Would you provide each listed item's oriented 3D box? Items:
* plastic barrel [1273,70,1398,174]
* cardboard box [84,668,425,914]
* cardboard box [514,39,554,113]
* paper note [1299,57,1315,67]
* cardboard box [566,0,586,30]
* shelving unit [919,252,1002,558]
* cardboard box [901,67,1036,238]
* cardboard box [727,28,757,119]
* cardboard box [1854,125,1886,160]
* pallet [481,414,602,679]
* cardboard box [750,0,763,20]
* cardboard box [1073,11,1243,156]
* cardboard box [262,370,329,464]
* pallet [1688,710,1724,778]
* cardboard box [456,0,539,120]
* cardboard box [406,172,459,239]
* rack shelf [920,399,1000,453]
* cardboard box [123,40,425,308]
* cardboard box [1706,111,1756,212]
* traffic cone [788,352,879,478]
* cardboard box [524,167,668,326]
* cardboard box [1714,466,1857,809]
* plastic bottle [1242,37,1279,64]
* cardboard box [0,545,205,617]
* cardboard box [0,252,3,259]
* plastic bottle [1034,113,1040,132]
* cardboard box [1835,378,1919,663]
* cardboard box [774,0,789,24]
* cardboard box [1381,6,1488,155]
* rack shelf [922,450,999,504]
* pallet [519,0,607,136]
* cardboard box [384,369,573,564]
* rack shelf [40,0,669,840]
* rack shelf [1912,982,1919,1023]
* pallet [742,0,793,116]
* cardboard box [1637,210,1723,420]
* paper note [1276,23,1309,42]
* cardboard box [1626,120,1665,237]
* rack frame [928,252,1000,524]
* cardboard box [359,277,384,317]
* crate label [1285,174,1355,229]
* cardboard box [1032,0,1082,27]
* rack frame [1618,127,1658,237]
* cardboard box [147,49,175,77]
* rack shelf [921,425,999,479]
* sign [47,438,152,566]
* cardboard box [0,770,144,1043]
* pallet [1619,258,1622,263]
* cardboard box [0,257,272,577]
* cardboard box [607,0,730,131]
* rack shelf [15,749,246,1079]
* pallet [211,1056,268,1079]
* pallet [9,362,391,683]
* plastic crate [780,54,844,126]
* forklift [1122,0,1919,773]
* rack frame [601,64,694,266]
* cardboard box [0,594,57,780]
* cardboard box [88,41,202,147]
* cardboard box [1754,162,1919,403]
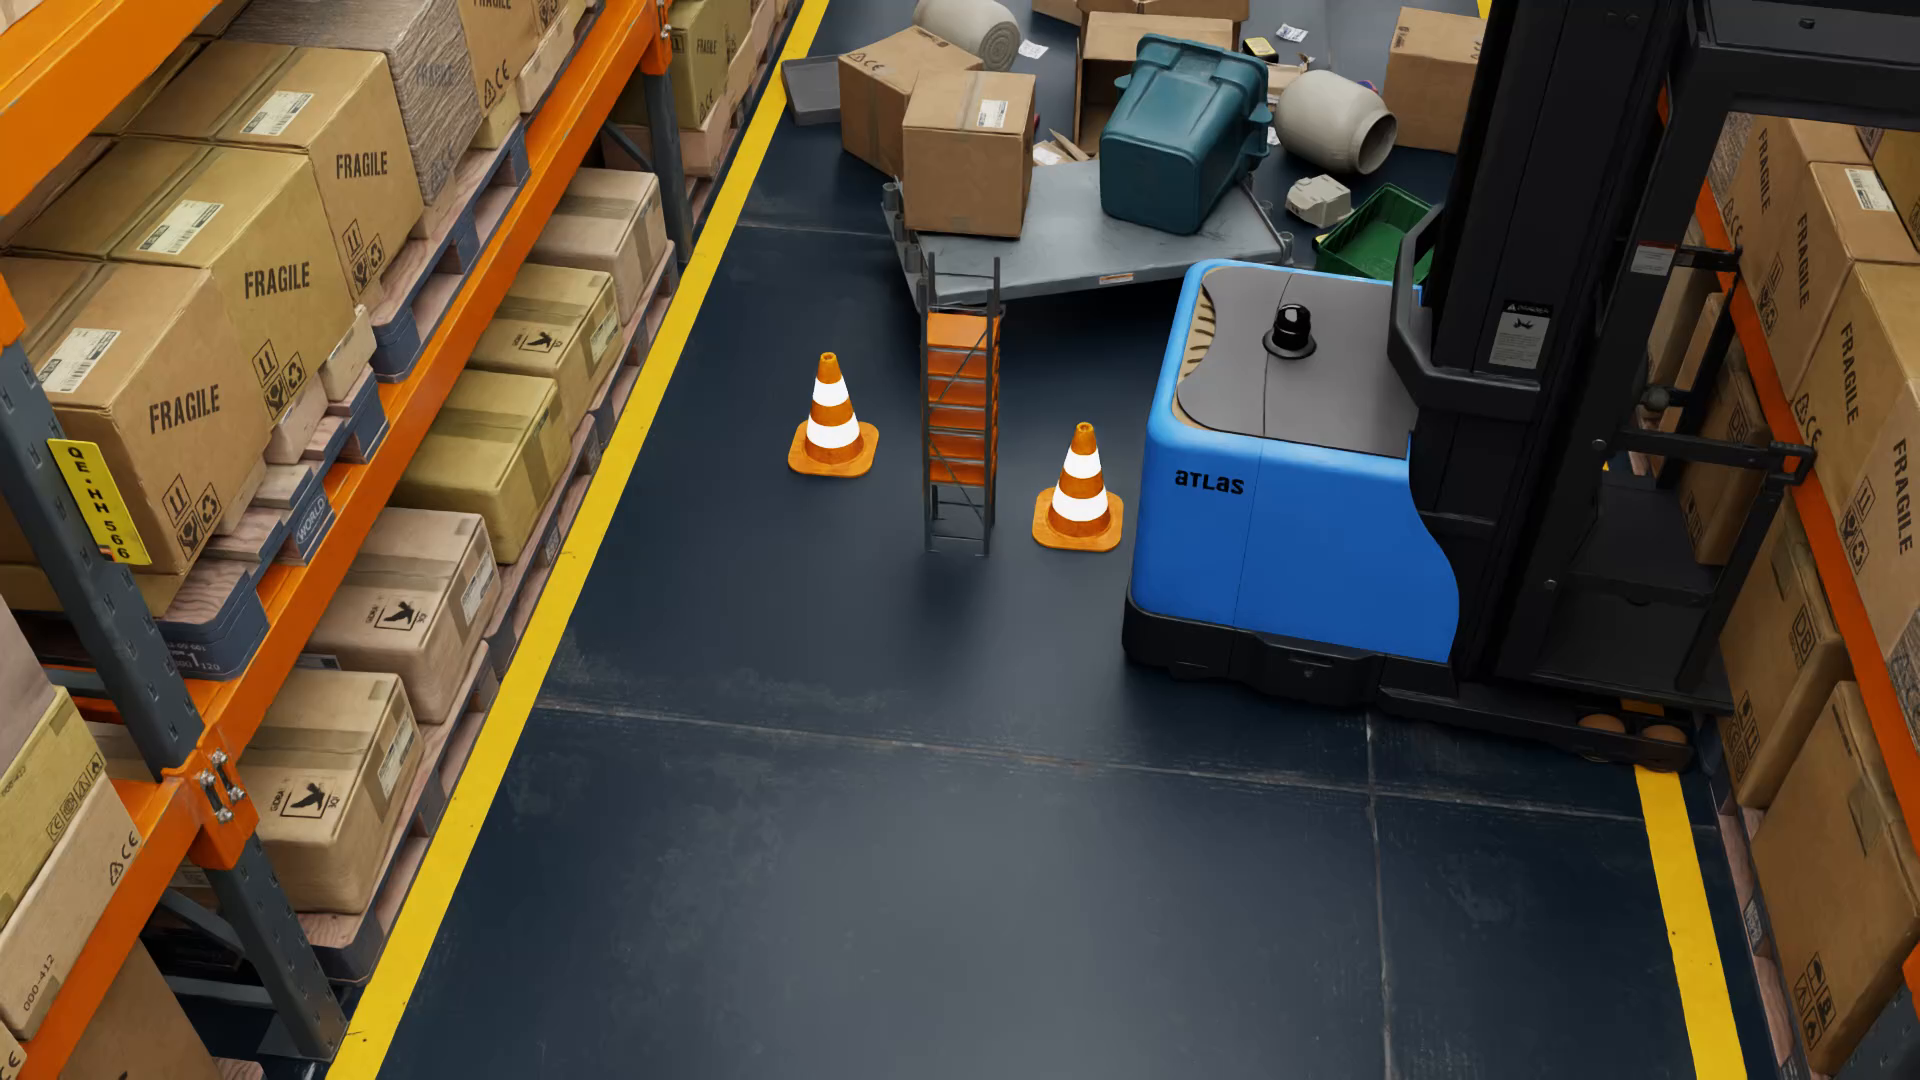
[{"bbox_3d":[1.822,-2.021,8.077,0.421,0.421,0.512,-32,52,-29],"label":"plastic barrel"},{"bbox_3d":[-2.171,0.718,4.915,0.950,0.372,0.625,3,43,3],"label":"cardboard box"},{"bbox_3d":[-1.603,-1.580,5.614,0.380,0.149,0.250,6,44,6],"label":"cardboard box"},{"bbox_3d":[1.872,-2.577,8.964,0.032,0.001,0.123,28,50,26],"label":"paper note"},{"bbox_3d":[-1.574,-1.933,5.987,0.380,0.149,0.250,4,44,4],"label":"cardboard box"},{"bbox_3d":[0.002,-0.446,5.848,0.258,1.200,0.189,5,44,6],"label":"shelving unit"},{"bbox_3d":[0.041,-1.651,7.079,0.500,0.500,0.500,5,44,6],"label":"cardboard box"},{"bbox_3d":[-1.322,-2.322,8.215,0.500,0.250,0.500,8,44,8],"label":"cardboard box"},{"bbox_3d":[3.000,-1.409,4.757,0.700,0.500,0.500,6,44,6],"label":"cardboard box"},{"bbox_3d":[-1.988,-0.048,6.147,1.003,0.211,1.213,5,44,6],"label":"pallet"},{"bbox_3d":[-1.252,-2.948,8.331,0.500,0.500,0.500,7,44,8],"label":"cardboard box"},{"bbox_3d":[0.963,-2.229,8.139,0.797,0.637,0.503,5,44,6],"label":"cardboard box"},{"bbox_3d":[-1.876,-0.337,4.301,0.380,0.149,0.250,3,44,3],"label":"cardboard box"},{"bbox_3d":[3.007,0.335,5.743,1.003,0.211,1.213,5,44,6],"label":"pallet"},{"bbox_3d":[-1.699,-1.697,5.266,0.500,0.500,0.500,7,44,7],"label":"cardboard box"},{"bbox_3d":[-1.767,-1.062,5.067,0.380,0.149,0.250,7,44,7],"label":"cardboard box"},{"bbox_3d":[0.002,-0.413,5.878,0.258,0.103,0.180,5,44,6],"label":"rack shelf"},{"bbox_3d":[-1.842,-1.000,4.530,0.500,0.500,0.500,6,44,6],"label":"cardboard box"},{"bbox_3d":[2.790,-1.402,5.477,0.500,0.500,0.500,6,44,6],"label":"cardboard box"},{"bbox_3d":[-0.503,-0.532,6.475,0.336,0.463,0.334,5,44,6],"label":"traffic cone"},{"bbox_3d":[-1.794,-1.266,7.011,0.950,0.372,0.625,6,44,6],"label":"cardboard box"},{"bbox_3d":[2.946,0.343,5.036,1.050,0.750,0.750,6,44,6],"label":"cardboard box"},{"bbox_3d":[1.634,-2.622,8.975,0.133,0.061,0.283,-9,44,-9],"label":"plastic bottle"},{"bbox_3d":[-2.029,0.035,3.909,0.380,0.149,0.250,3,44,3],"label":"cardboard box"},{"bbox_3d":[-2.472,-0.331,3.823,0.500,0.500,0.500,4,44,4],"label":"cardboard box"},{"bbox_3d":[0.302,-2.067,8.389,0.133,0.061,0.283,12,45,13],"label":"plastic bottle"},{"bbox_3d":[2.525,-0.025,4.023,0.500,0.500,0.500,5,44,6],"label":"cardboard box"},{"bbox_3d":[-1.179,-3.020,8.953,0.500,0.250,0.500,4,44,4],"label":"cardboard box"},{"bbox_3d":[2.381,-2.289,8.302,0.500,0.500,0.500,12,45,13],"label":"cardboard box"},{"bbox_3d":[0.002,-0.239,6.043,0.258,0.103,0.180,5,44,6],"label":"rack shelf"},{"bbox_3d":[-1.972,-1.848,6.159,1.003,0.211,1.213,5,44,6],"label":"pallet"},{"bbox_3d":[-1.976,-0.301,5.993,0.950,0.372,0.625,7,44,7],"label":"cardboard box"},{"bbox_3d":[-1.992,-0.801,5.437,1.077,0.370,4.000,5,44,6],"label":"rack shelf"},{"bbox_3d":[2.399,2.306,2.156,1.077,0.370,4.000,5,44,6],"label":"rack shelf"},{"bbox_3d":[-1.515,-2.707,8.956,1.003,0.211,1.213,5,44,6],"label":"pallet"},{"bbox_3d":[3.200,-0.948,6.401,1.050,0.750,0.750,5,44,5],"label":"cardboard box"},{"bbox_3d":[1.837,-2.806,9.192,0.144,0.017,0.142,20,47,20],"label":"paper note"},{"bbox_3d":[3.345,-1.847,7.259,0.875,0.875,0.875,6,44,6],"label":"cardboard box"},{"bbox_3d":[0.014,-0.508,5.914,0.240,1.200,0.006,5,44,6],"label":"rack frame"},{"bbox_3d":[-1.865,-0.694,4.678,0.380,0.149,0.250,8,44,8],"label":"cardboard box"},{"bbox_3d":[1.693,-1.606,7.846,0.298,0.136,0.250,-24,48,-23],"label":"crate label"},{"bbox_3d":[0.631,-3.040,9.352,0.380,0.149,0.250,28,50,26],"label":"cardboard box"},{"bbox_3d":[3.193,-2.044,6.227,1.000,3.000,0.127,5,44,6],"label":"rack frame"},{"bbox_3d":[-2.319,-1.372,4.451,0.380,0.149,0.250,3,44,4],"label":"cardboard box"},{"bbox_3d":[0.002,-0.326,5.961,0.258,0.103,0.180,5,44,6],"label":"rack shelf"},{"bbox_3d":[-1.705,-0.071,3.302,0.100,0.325,0.005,5,44,6],"label":"sign"},{"bbox_3d":[-2.066,0.724,3.413,0.500,0.250,0.500,4,44,4],"label":"cardboard box"},{"bbox_3d":[3.371,-1.543,7.726,1.003,0.211,1.213,5,44,6],"label":"pallet"},{"bbox_3d":[-1.967,-0.282,3.771,0.500,0.500,0.500,4,44,4],"label":"cardboard box"},{"bbox_3d":[-1.382,-2.229,7.572,0.500,0.500,0.500,7,44,8],"label":"cardboard box"},{"bbox_3d":[-2.520,1.925,2.558,1.077,0.370,4.000,5,44,6],"label":"rack shelf"},{"bbox_3d":[-2.435,1.844,4.149,1.003,0.211,1.213,5,44,6],"label":"pallet"},{"bbox_3d":[-2.267,-0.125,4.340,1.213,0.211,1.003,5,44,6],"label":"pallet"},{"bbox_3d":[-0.707,-2.360,8.685,0.402,0.080,0.583,-9,44,-9],"label":"plastic crate"},{"bbox_3d":[2.135,-0.707,4.864,3.031,2.935,1.130,10,44,10],"label":"forklift"},{"bbox_3d":[-1.727,-2.425,6.630,1.000,3.000,0.127,5,44,6],"label":"rack frame"},{"bbox_3d":[-2.065,0.278,2.975,0.500,0.500,0.500,4,44,4],"label":"cardboard box"},{"bbox_3d":[-2.348,-1.028,4.560,0.500,0.500,0.500,3,43,3],"label":"cardboard box"},{"bbox_3d":[2.654,-0.716,4.752,0.500,0.500,0.500,6,44,6],"label":"cardboard box"}]
